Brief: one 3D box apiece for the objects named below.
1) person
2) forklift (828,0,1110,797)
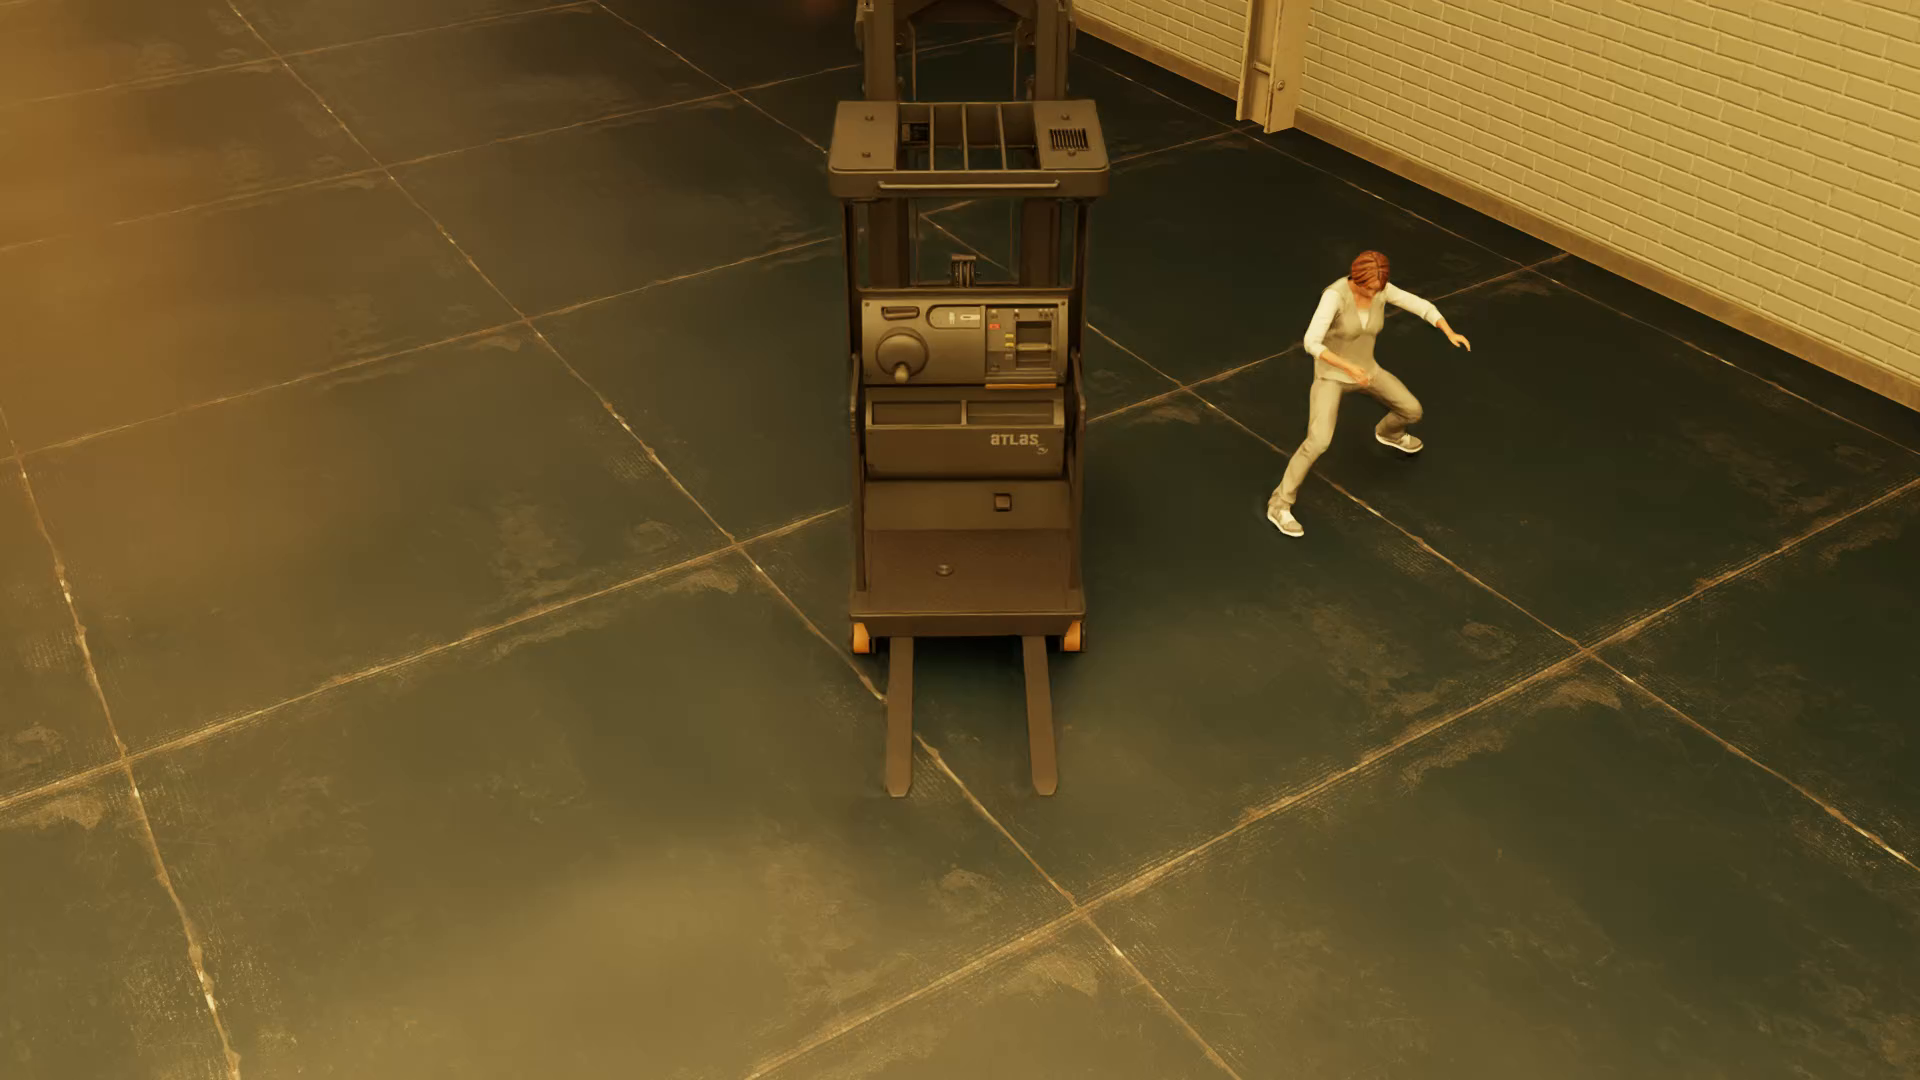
[{"bbox_3d":[2.131,-0.838,8.693,1.138,1.379,0.656,-12,37,-16],"label":"person"},{"bbox_3d":[0.029,-0.839,7.342,1.130,2.935,3.031,0,35,-1],"label":"forklift"}]
